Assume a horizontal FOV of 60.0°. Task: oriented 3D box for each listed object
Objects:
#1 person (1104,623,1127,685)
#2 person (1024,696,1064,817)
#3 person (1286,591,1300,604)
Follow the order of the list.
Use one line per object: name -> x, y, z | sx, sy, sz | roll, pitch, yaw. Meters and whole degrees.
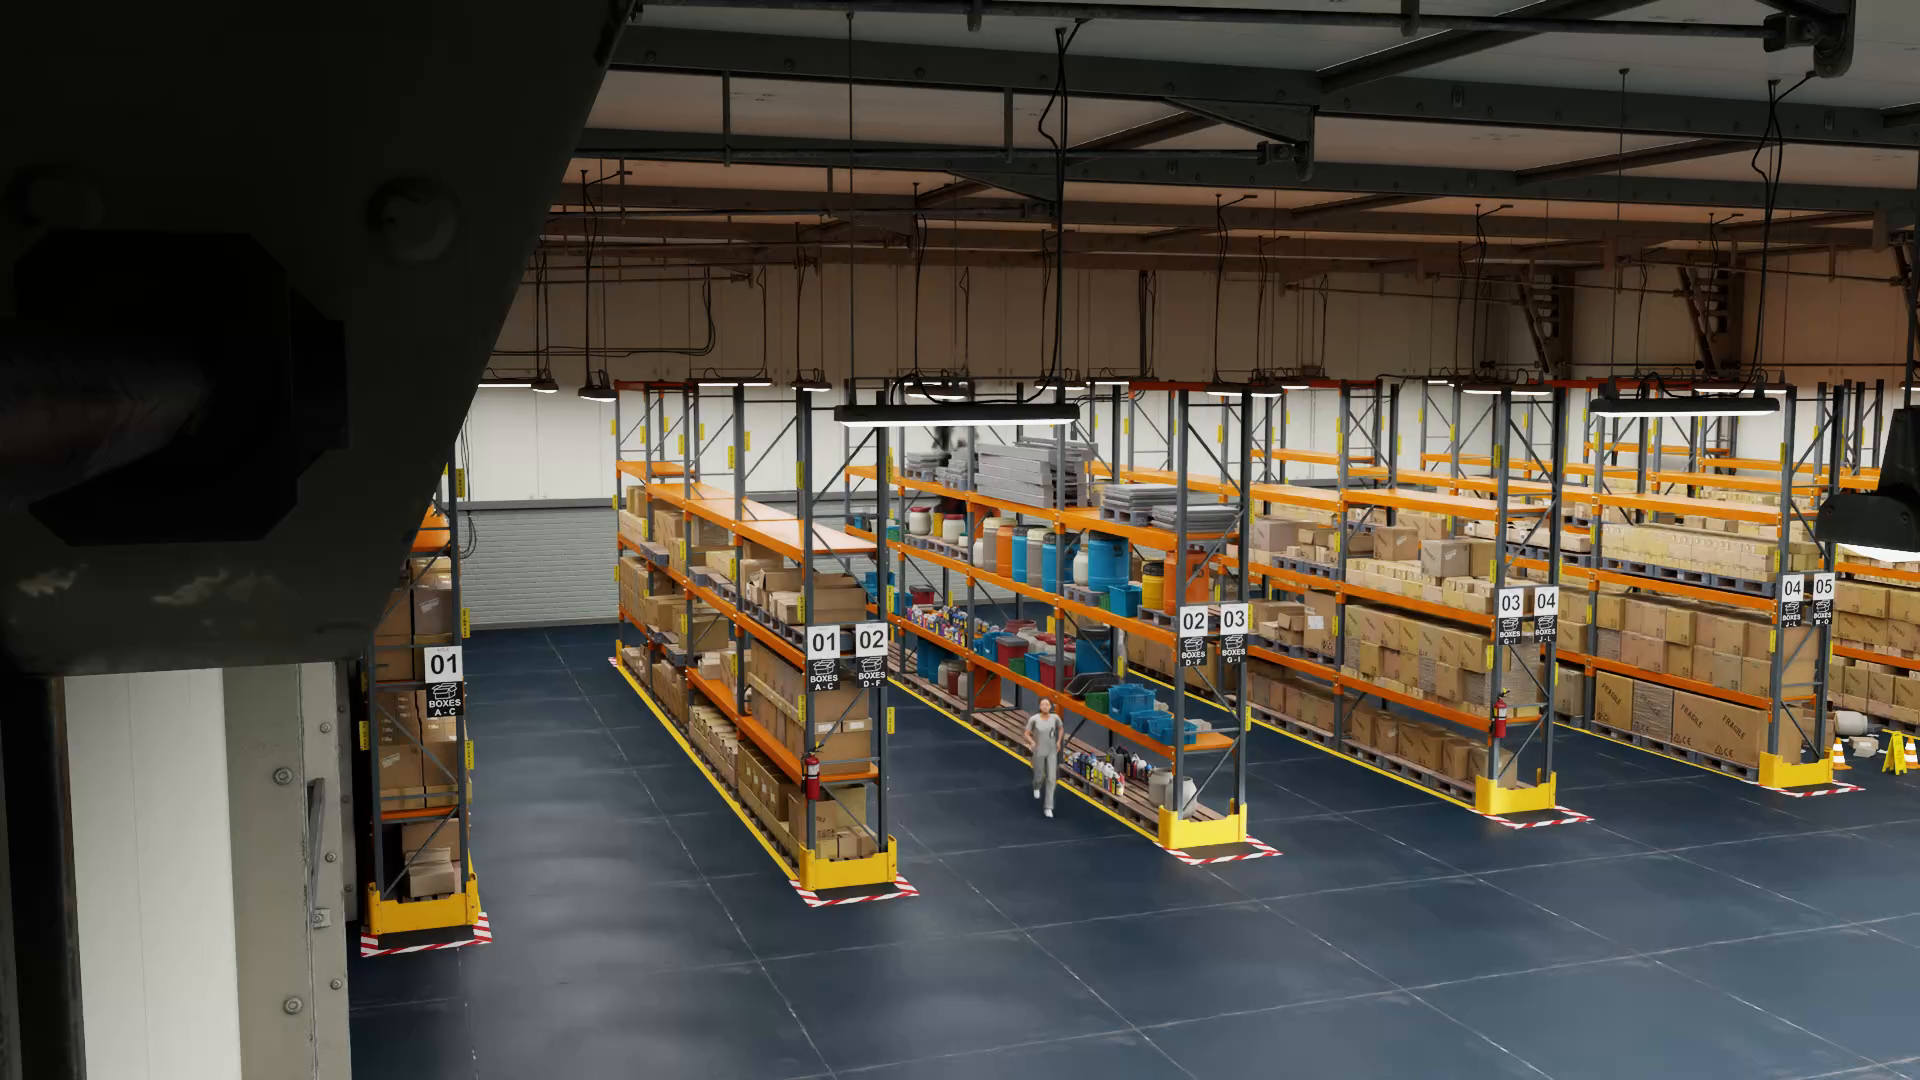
person -> 3.025, 2.075, 32.392 | 0.594, 1.753, 0.753 | -2, 6, -19
person -> 1.196, 3.017, 23.486 | 0.583, 1.642, 0.938 | 0, 6, -4
person -> 8.196, 1.174, 41.167 | 0.801, 1.731, 0.784 | 5, 8, 40
